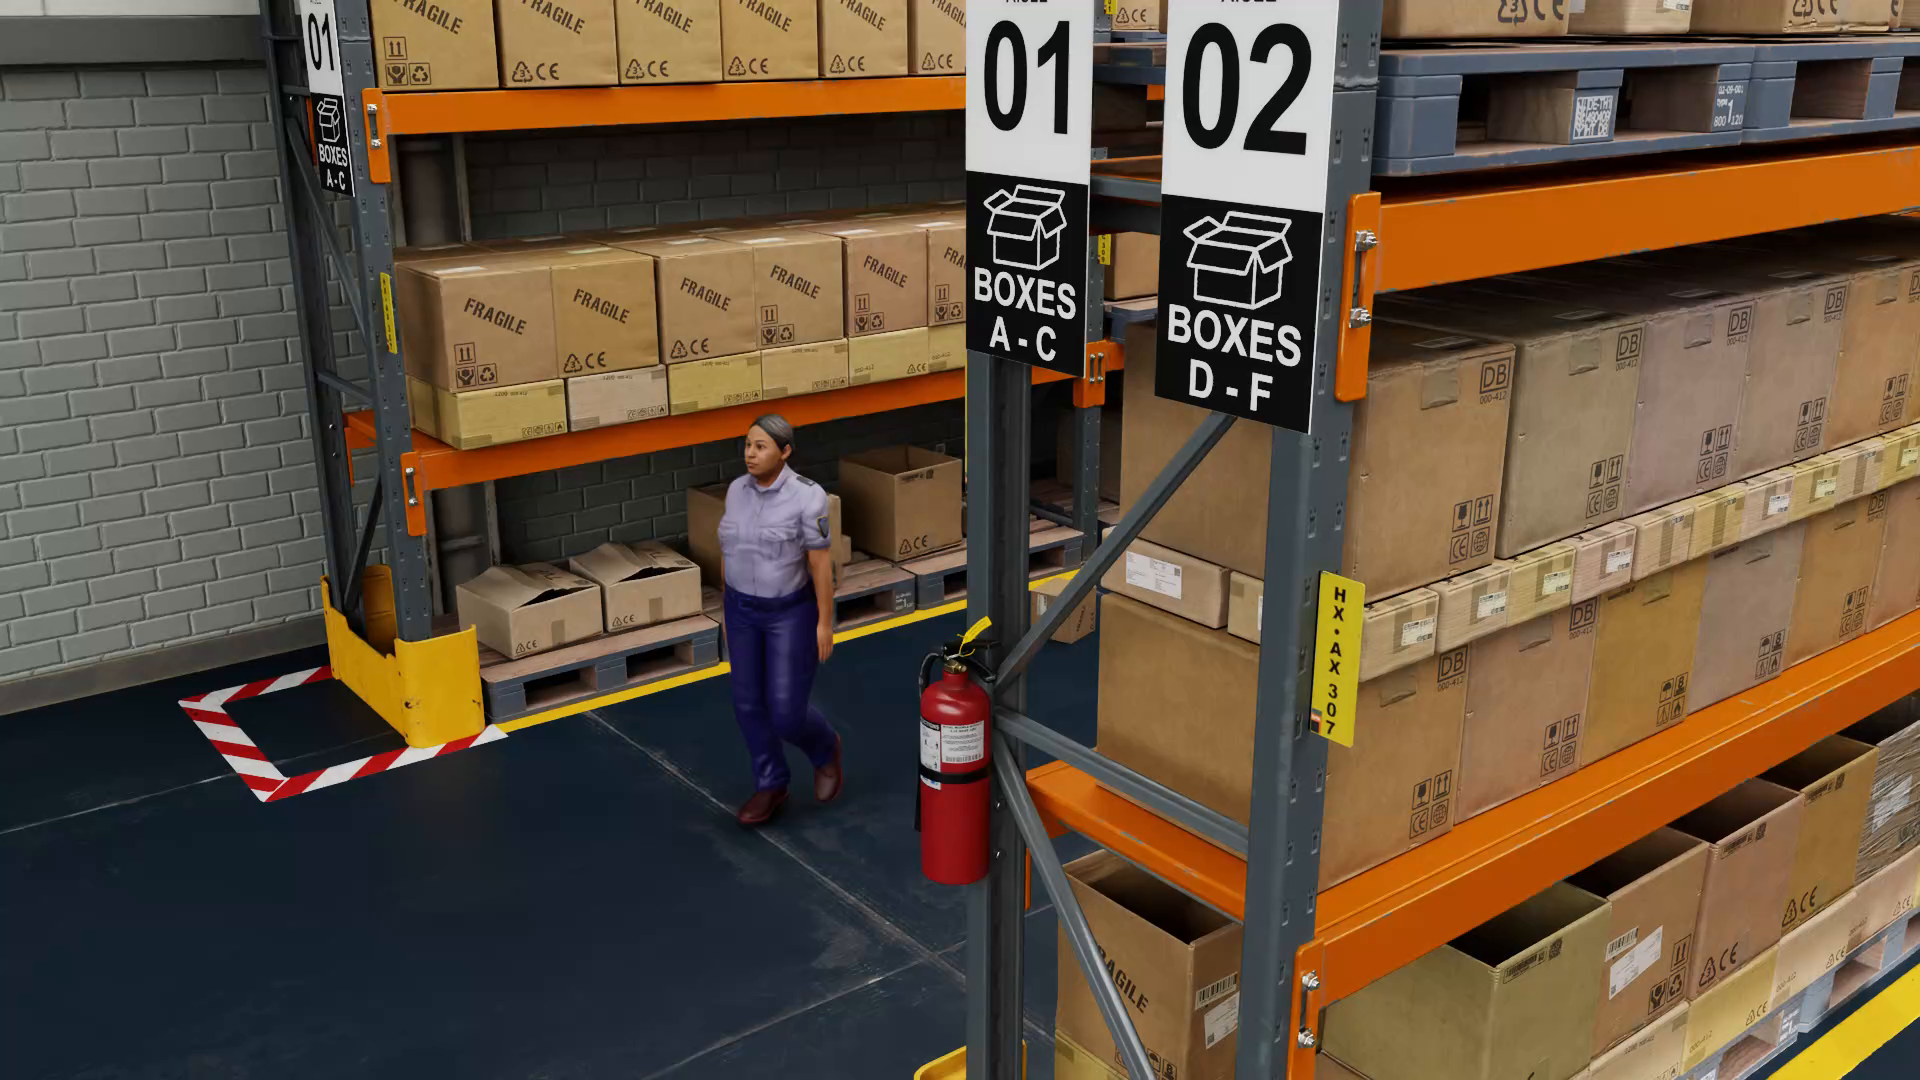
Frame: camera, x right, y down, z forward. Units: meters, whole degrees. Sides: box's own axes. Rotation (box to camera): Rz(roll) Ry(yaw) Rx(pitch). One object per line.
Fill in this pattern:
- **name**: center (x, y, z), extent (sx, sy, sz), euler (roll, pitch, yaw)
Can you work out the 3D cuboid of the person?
- **person**: center (-0.736, 0.285, 6.494), extent (0.499, 1.575, 0.435), euler (9, 20, 26)
